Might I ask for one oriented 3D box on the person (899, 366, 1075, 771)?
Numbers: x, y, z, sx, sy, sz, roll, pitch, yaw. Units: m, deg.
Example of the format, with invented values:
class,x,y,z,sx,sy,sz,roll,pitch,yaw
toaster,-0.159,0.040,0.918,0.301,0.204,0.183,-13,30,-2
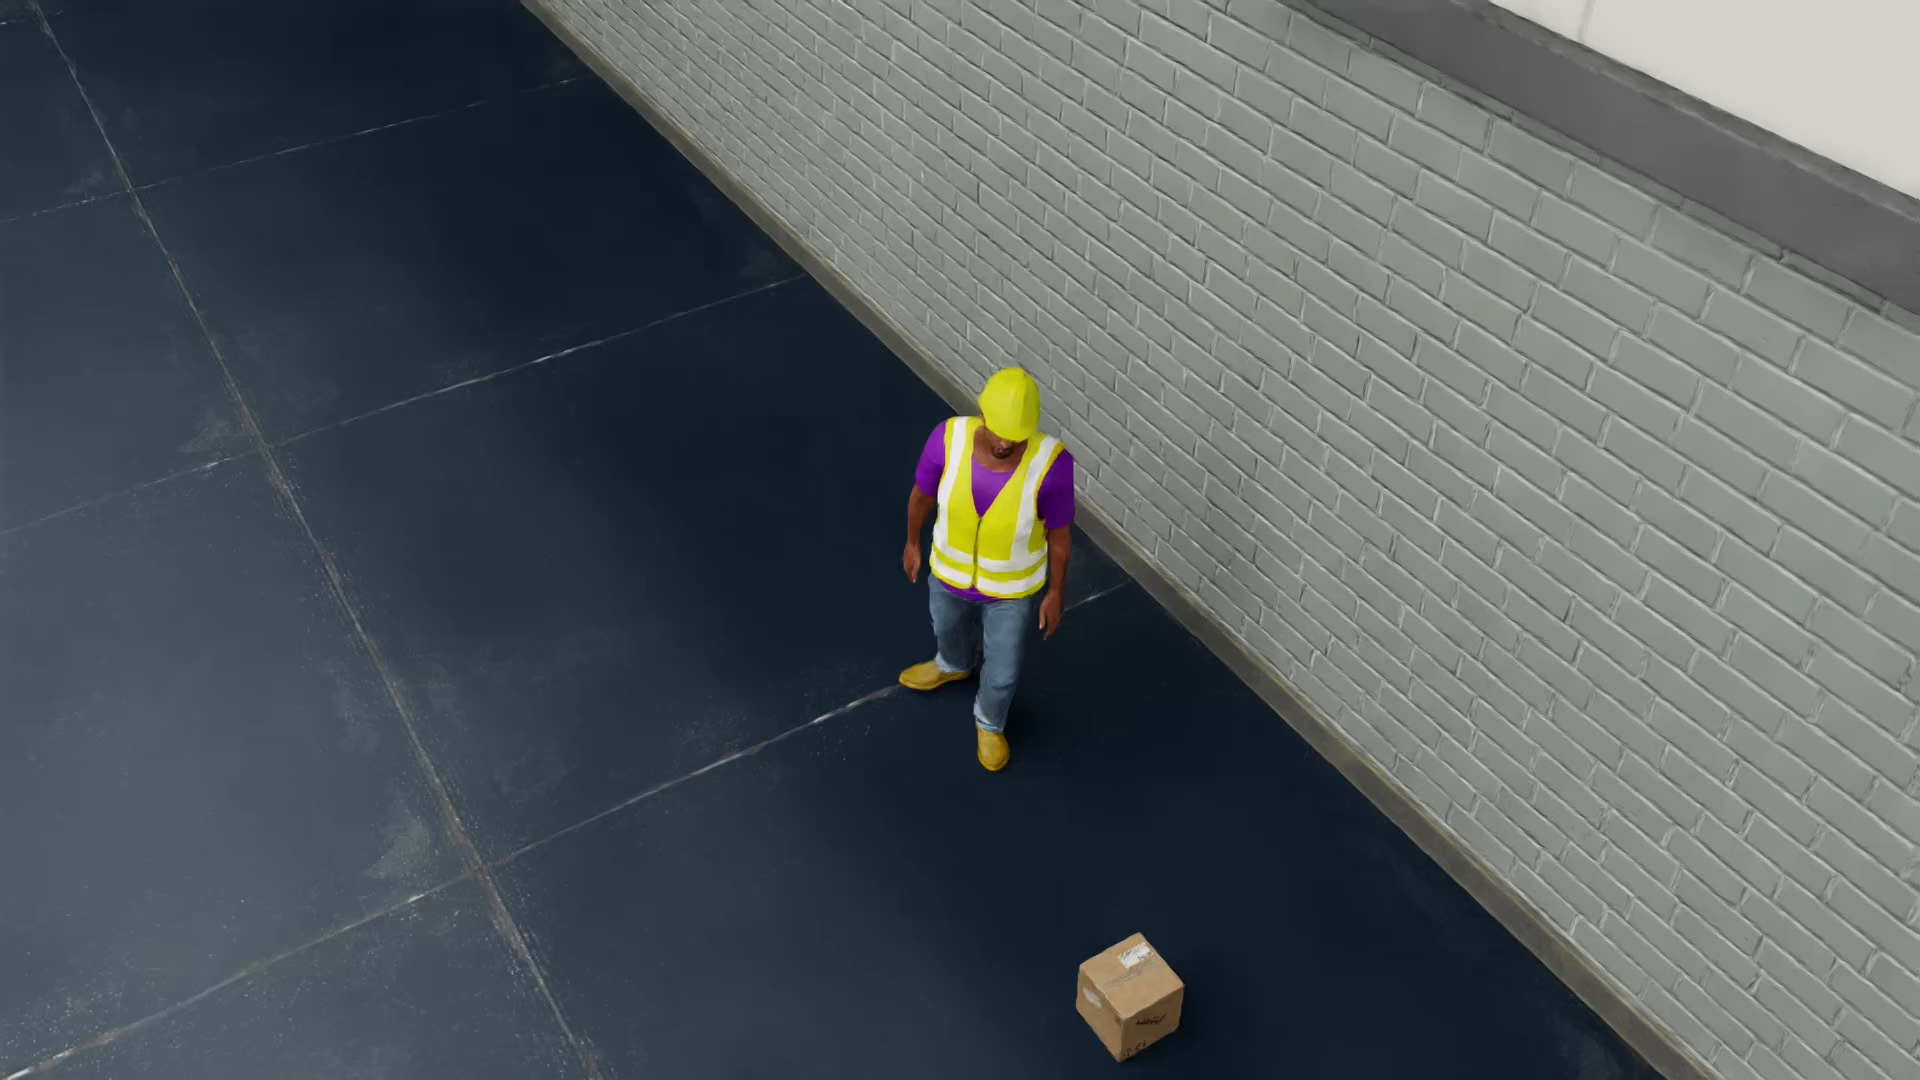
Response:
class,x,y,z,sx,sy,sz,roll,pitch,yaw
person,0.064,0.056,6.086,0.716,1.747,0.508,14,42,16
